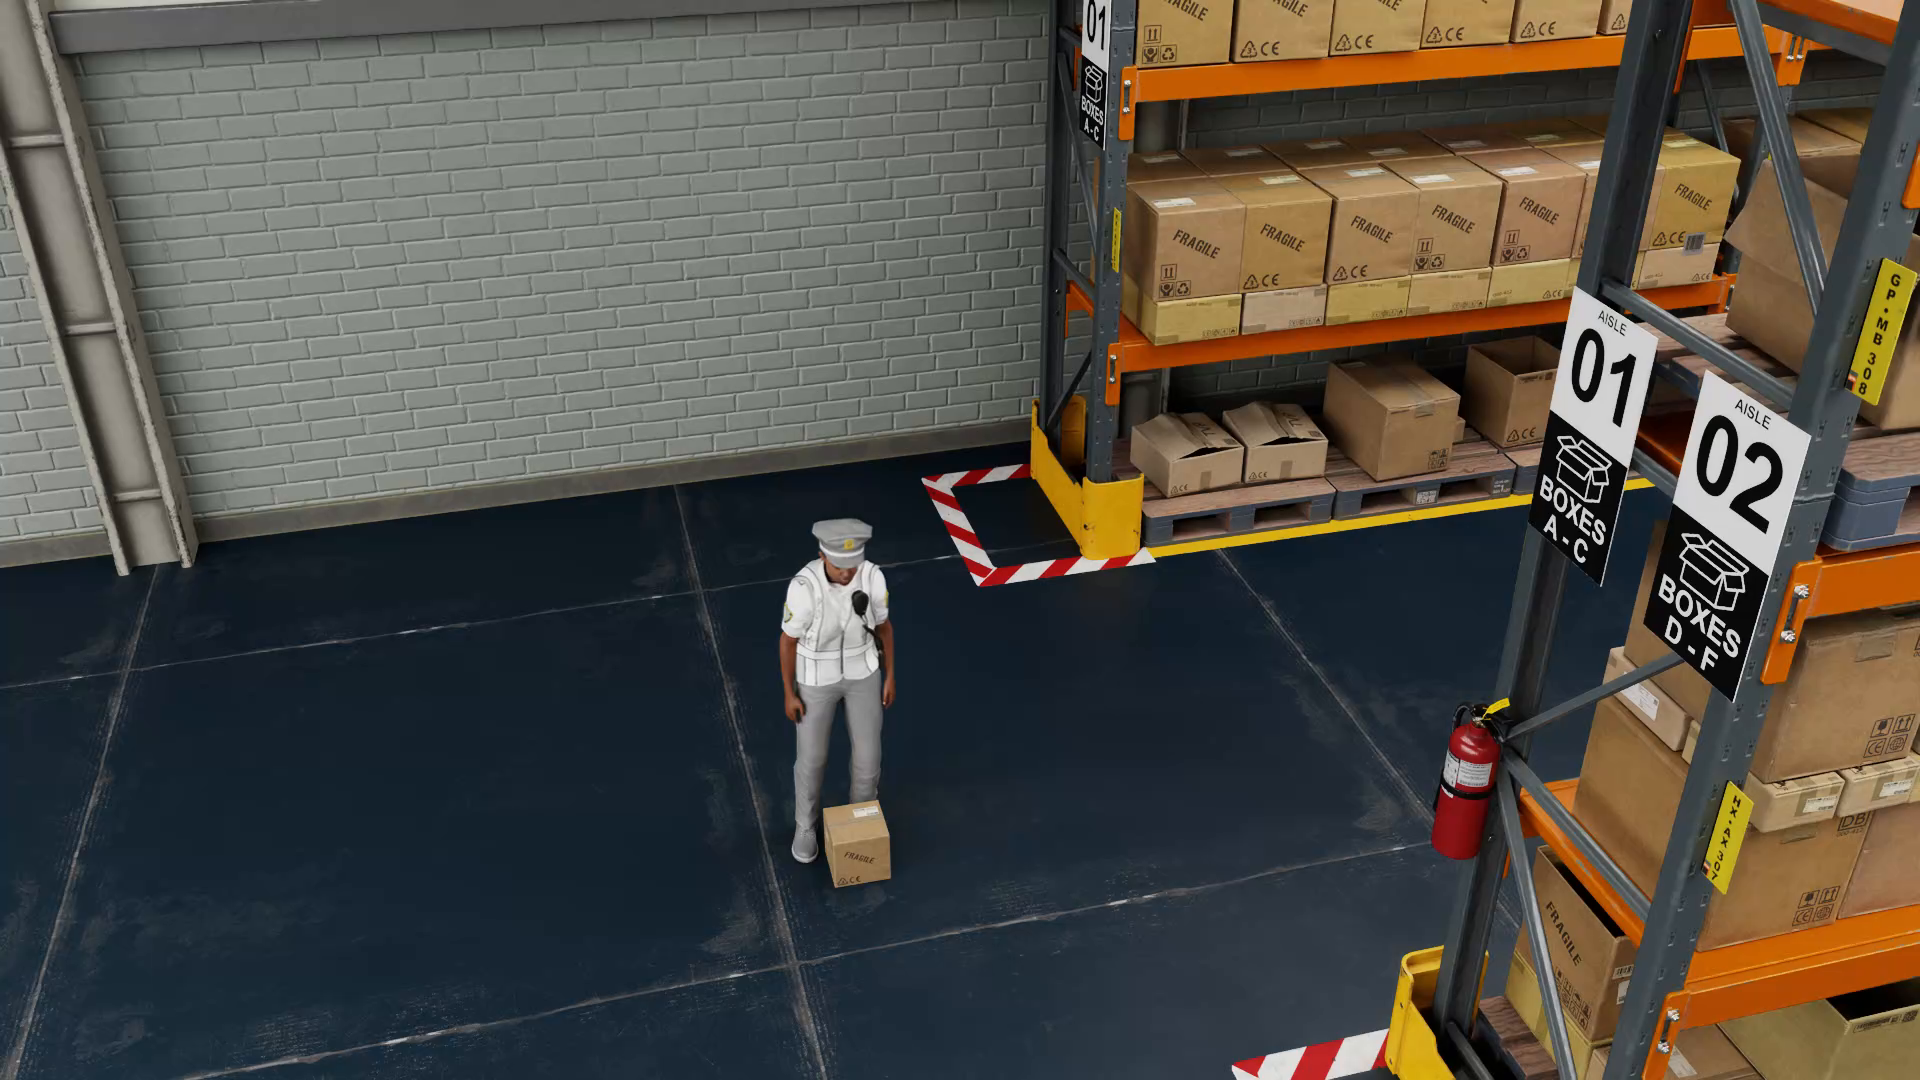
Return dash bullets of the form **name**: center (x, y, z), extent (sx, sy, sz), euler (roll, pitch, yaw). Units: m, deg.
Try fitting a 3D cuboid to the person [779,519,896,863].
- **person**: center (-0.527, 0.623, 7.174), extent (0.518, 1.658, 0.400), euler (-8, 31, -14)
